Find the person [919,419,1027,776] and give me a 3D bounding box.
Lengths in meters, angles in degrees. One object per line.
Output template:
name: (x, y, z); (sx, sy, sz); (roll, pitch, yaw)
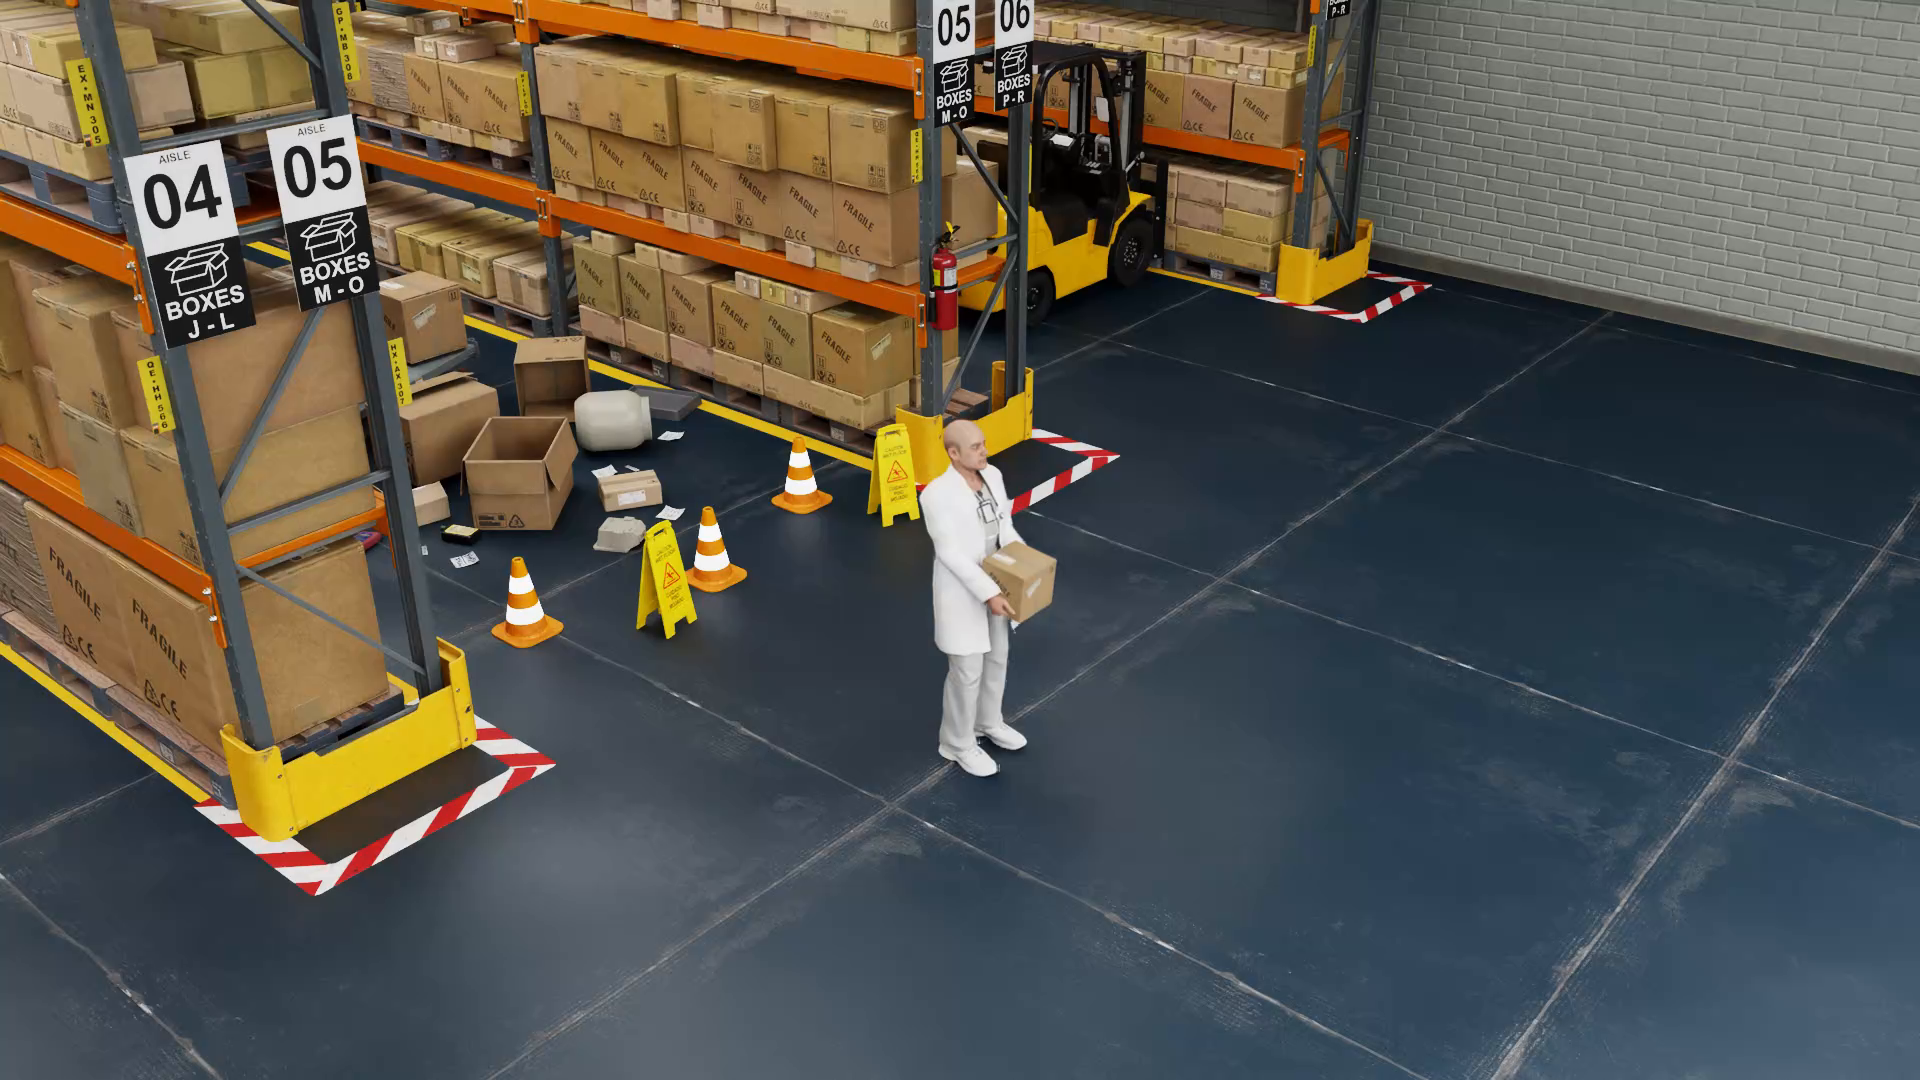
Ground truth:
person: (0.136, 0.289, 8.065); (0.554, 1.775, 0.529); (20, 33, 34)
